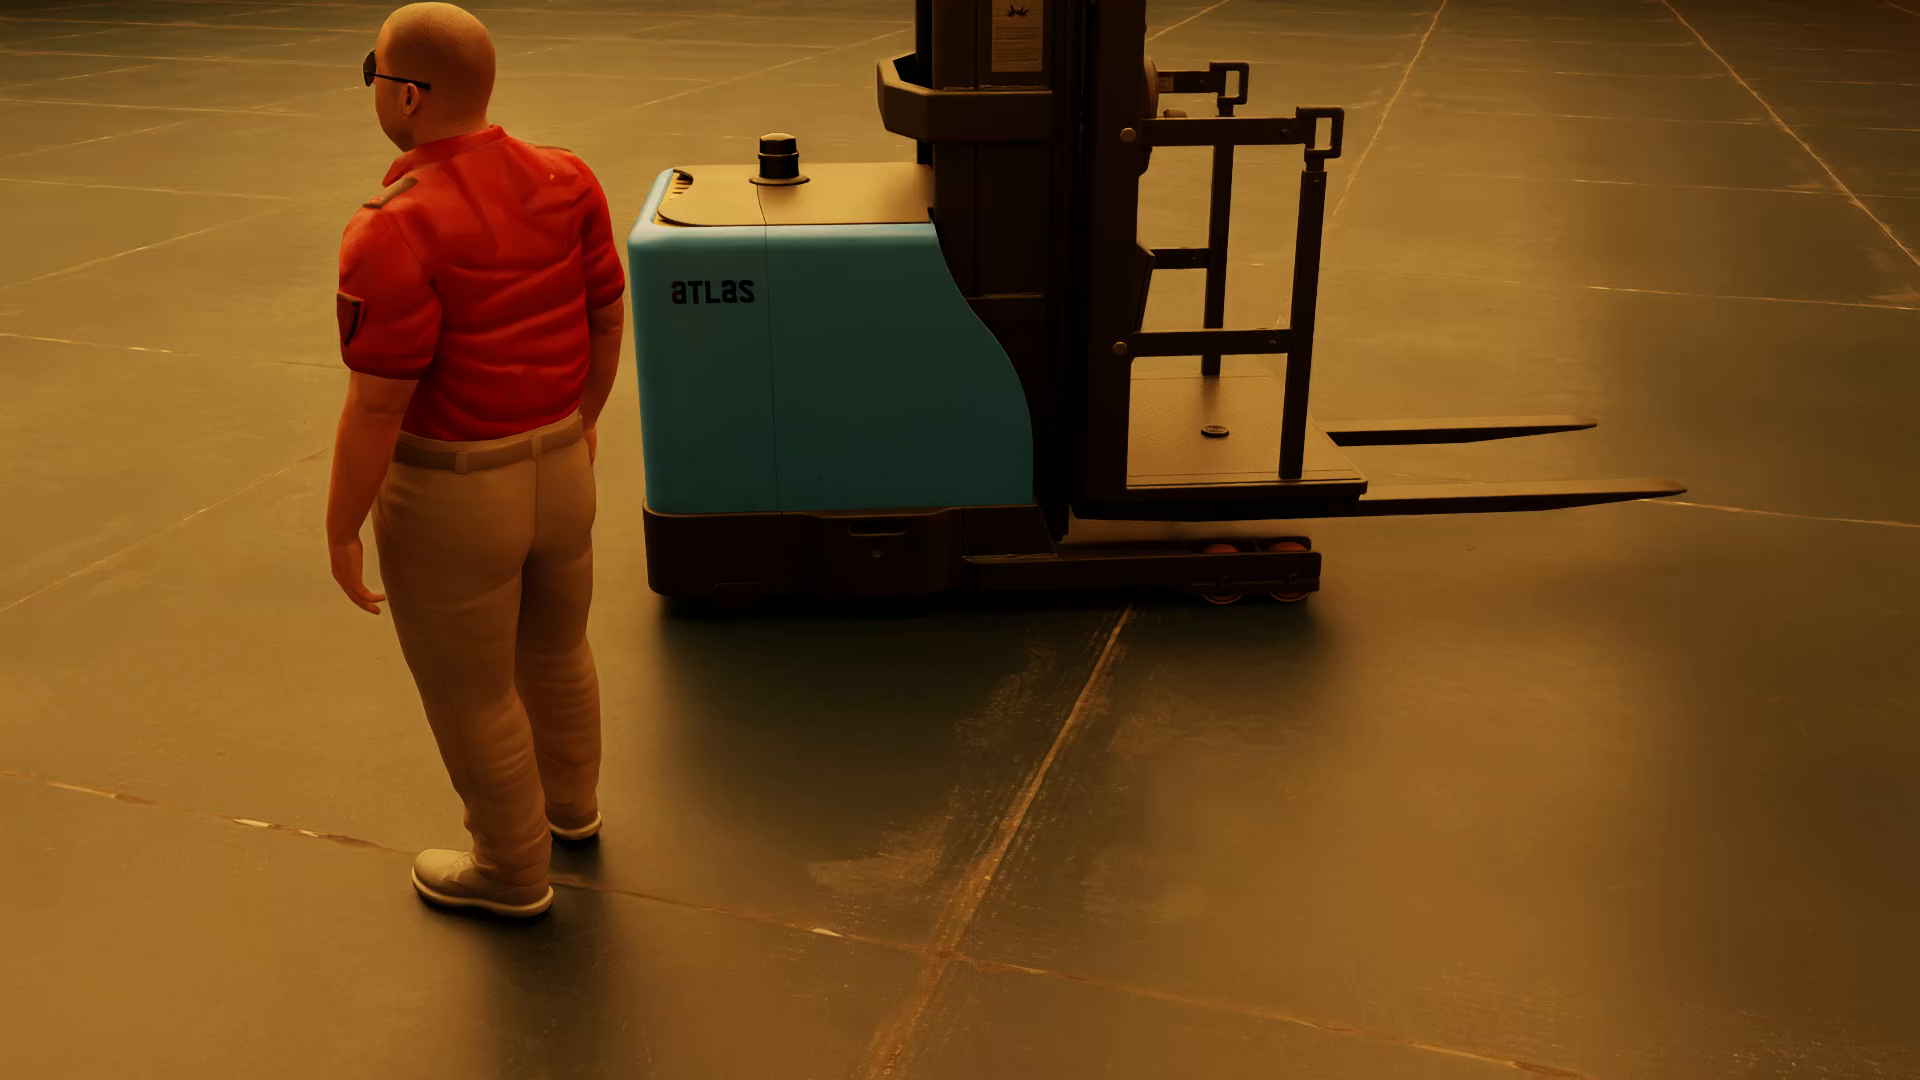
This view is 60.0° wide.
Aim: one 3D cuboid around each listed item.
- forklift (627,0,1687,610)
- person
[{"bbox_3d":[0.606,-1.374,4.608,3.031,2.935,1.130,-2,23,-4],"label":"forklift"},{"bbox_3d":[-0.936,-0.099,3.073,0.550,1.728,0.641,14,26,30],"label":"person"}]
